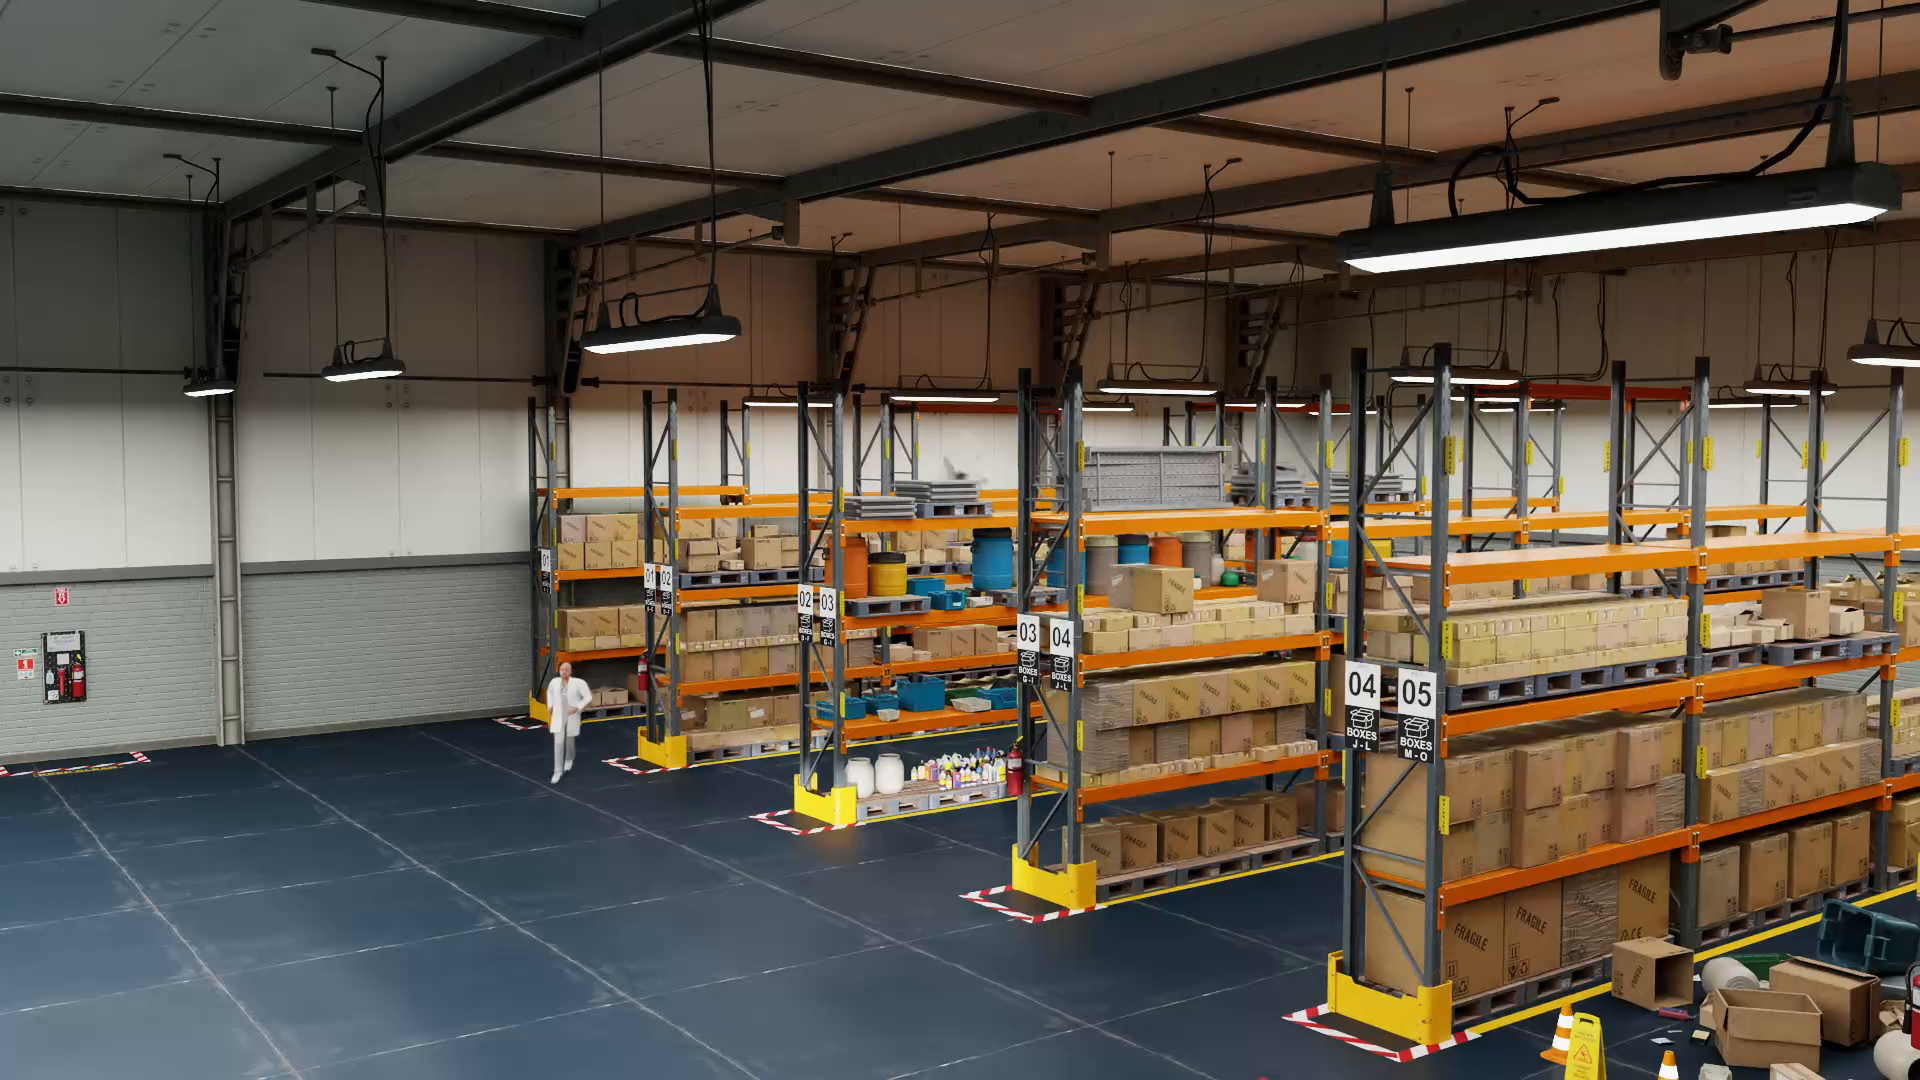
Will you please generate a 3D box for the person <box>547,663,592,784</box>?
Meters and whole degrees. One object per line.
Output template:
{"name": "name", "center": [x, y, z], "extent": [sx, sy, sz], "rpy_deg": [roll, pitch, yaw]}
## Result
{"name": "person", "center": [-6.005, 2.764, 25.570], "extent": [0.716, 1.804, 0.929], "rpy_deg": [0, 3, -2]}
